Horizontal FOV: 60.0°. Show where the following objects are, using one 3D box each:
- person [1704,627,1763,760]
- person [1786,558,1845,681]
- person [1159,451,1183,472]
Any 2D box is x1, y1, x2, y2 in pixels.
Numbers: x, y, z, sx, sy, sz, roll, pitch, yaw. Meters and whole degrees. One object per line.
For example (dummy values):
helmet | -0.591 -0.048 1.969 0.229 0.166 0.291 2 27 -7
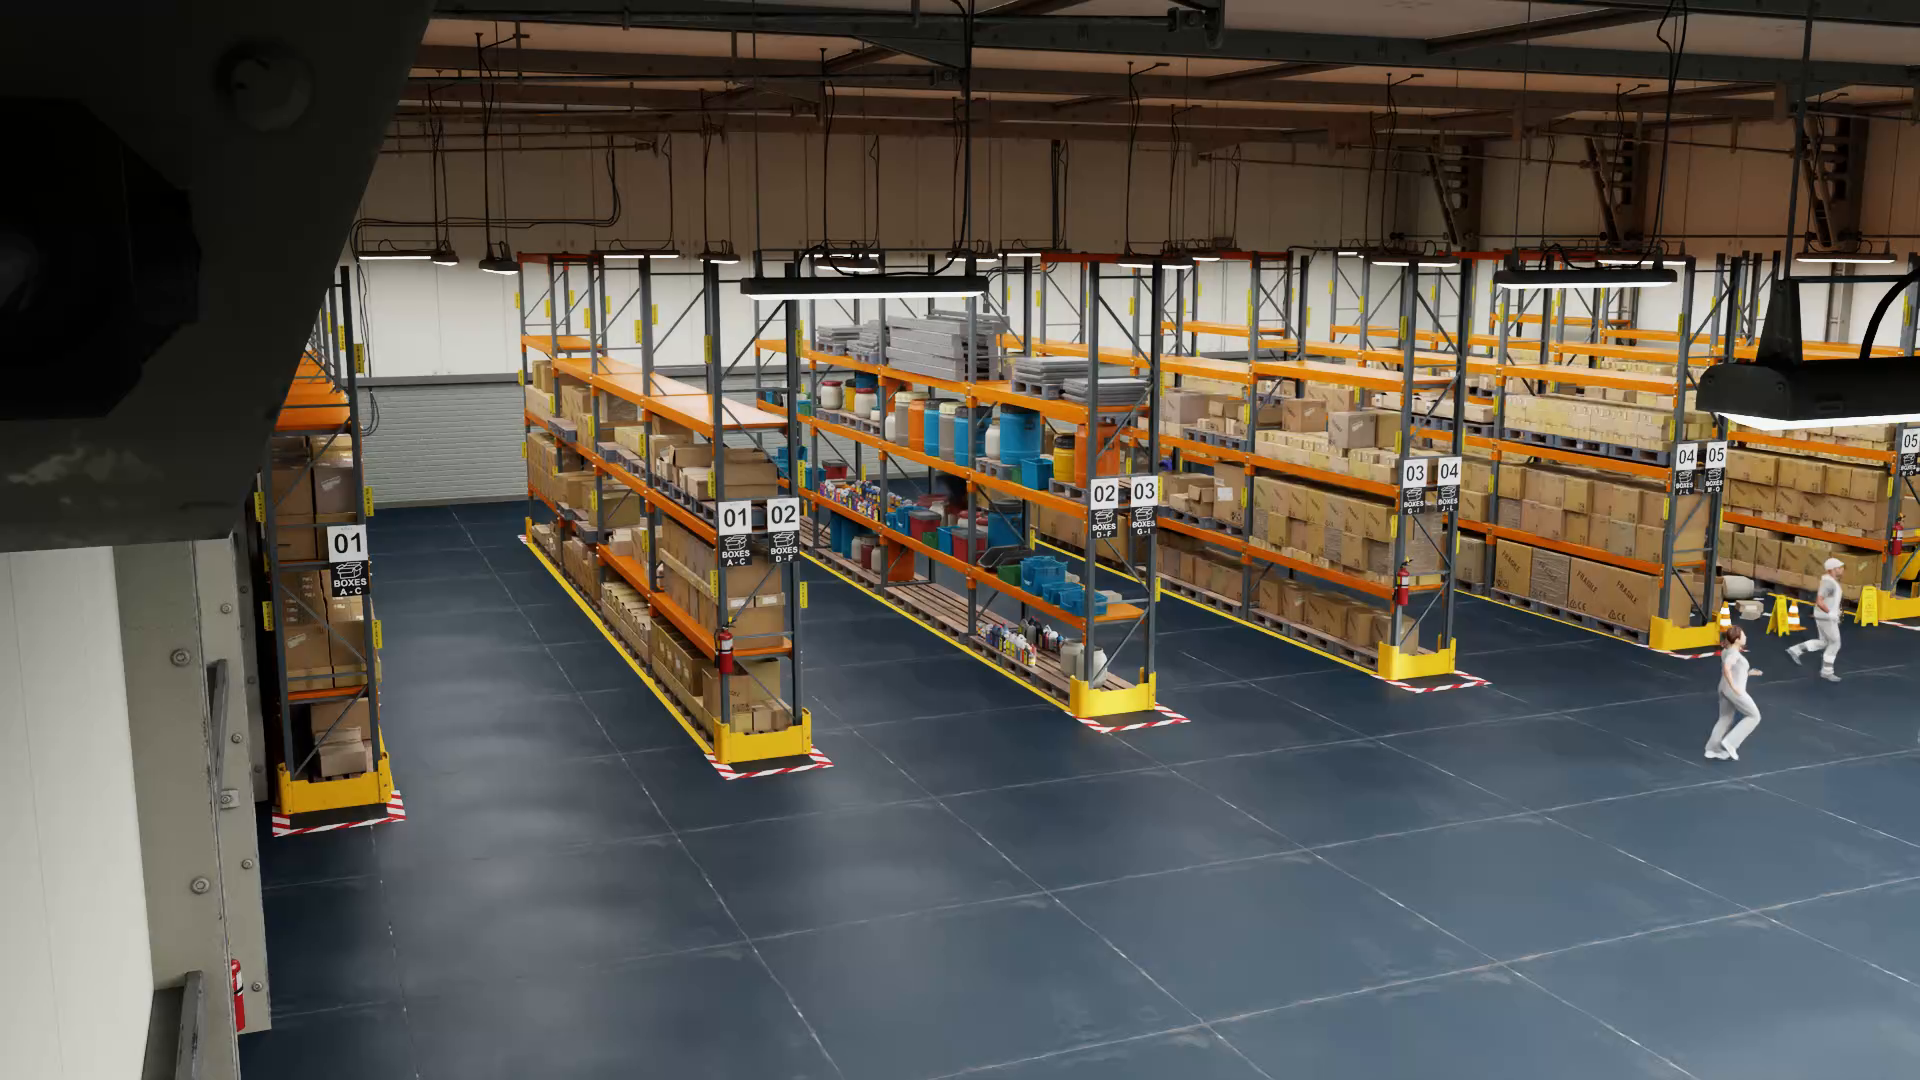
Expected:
person | 9.422 1.860 20.202 0.613 1.639 0.552 0 10 0
person | 12.410 1.124 24.037 0.761 1.788 0.660 5 12 27
person | 4.700 -1.234 37.314 0.564 1.562 0.845 -6 12 -29
